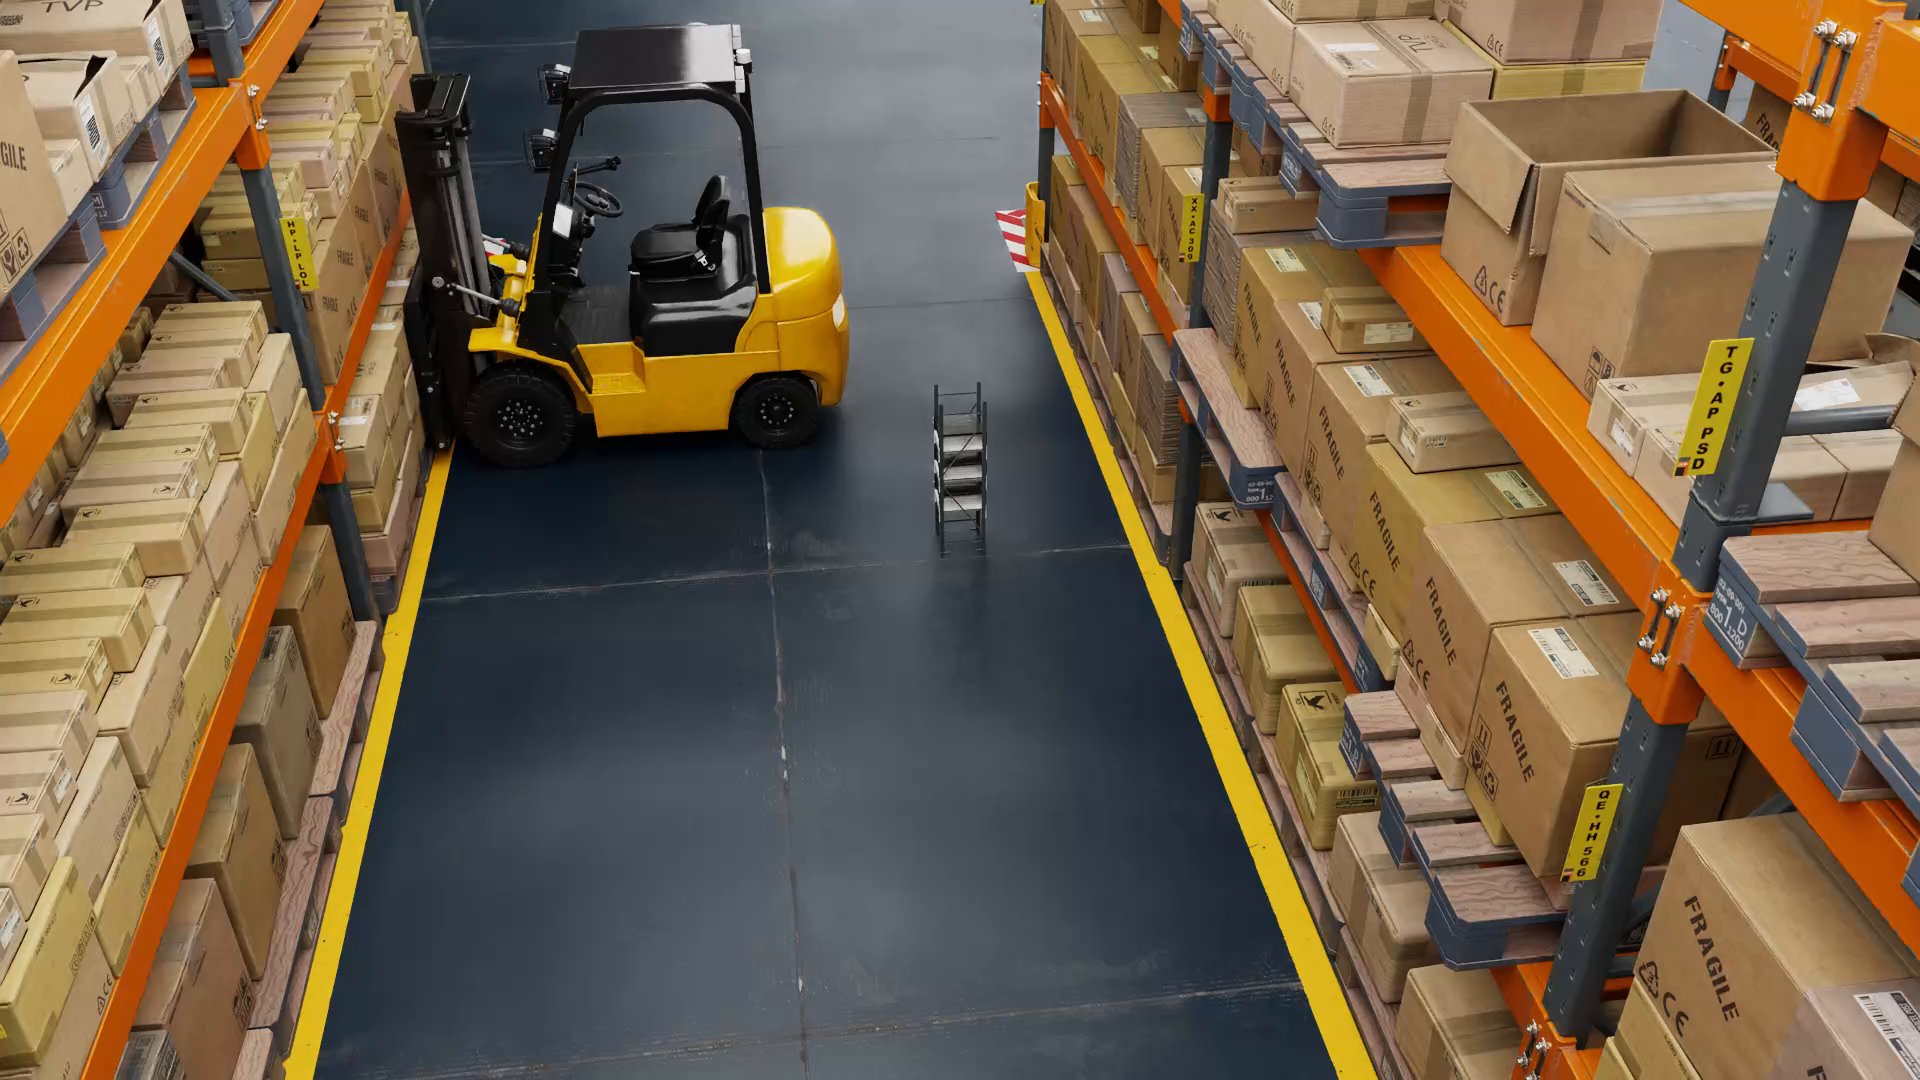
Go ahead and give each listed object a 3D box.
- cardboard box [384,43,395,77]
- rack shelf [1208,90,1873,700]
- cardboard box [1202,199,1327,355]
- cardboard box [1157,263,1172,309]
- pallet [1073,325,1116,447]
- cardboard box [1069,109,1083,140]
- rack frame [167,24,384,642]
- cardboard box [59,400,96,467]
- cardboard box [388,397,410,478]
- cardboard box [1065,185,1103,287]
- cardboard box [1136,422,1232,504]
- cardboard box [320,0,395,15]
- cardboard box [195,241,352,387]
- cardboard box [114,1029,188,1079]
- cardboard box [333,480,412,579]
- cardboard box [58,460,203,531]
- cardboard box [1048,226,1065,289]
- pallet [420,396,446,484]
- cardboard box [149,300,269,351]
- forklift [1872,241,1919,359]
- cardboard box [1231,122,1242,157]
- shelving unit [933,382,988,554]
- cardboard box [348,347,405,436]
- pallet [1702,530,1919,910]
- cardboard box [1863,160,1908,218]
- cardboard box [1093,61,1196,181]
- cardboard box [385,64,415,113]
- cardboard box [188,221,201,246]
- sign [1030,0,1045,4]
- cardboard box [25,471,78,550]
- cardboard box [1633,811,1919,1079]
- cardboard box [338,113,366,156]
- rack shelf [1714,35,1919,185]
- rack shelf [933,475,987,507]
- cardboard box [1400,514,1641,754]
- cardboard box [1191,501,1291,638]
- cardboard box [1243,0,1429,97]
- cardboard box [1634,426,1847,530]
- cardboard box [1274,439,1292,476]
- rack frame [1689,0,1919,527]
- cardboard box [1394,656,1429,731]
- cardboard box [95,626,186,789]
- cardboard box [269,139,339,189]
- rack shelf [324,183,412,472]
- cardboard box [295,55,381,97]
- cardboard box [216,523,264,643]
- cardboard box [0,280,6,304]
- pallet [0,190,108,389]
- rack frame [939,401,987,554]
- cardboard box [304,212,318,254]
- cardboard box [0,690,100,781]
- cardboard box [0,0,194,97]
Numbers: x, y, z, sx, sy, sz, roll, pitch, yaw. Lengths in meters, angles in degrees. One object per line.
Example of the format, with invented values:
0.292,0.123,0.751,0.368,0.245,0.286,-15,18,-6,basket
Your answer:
-3.508,-2.796,9.653,0.380,0.149,0.250,-4,34,-5,cardboard box
1.855,-0.921,5.541,1.077,0.370,4.000,-4,35,-6,rack shelf
1.365,-1.149,7.175,0.500,0.500,0.500,-4,34,-5,cardboard box
1.200,-1.286,8.325,0.380,0.149,0.250,-4,34,-5,cardboard box
1.293,-0.997,10.154,1.003,0.211,1.213,-4,35,-6,pallet
0.880,-2.579,10.222,0.380,0.149,0.250,-4,34,-6,cardboard box
-3.332,-0.717,7.267,1.000,3.000,0.127,-4,35,-6,rack frame
-3.426,-0.379,6.107,0.380,0.149,0.250,-5,35,-7,cardboard box
-3.161,-0.535,8.624,0.500,0.250,0.500,-5,35,-7,cardboard box
0.961,-1.898,10.403,0.500,0.500,0.500,-6,35,-8,cardboard box
1.240,-0.441,8.932,0.500,0.250,0.500,-3,34,-4,cardboard box
-3.613,-3.197,9.977,0.380,0.149,0.250,-4,35,-6,cardboard box
-3.133,-1.025,7.631,0.500,0.500,0.500,-5,35,-8,cardboard box
-2.865,1.974,5.054,0.875,0.625,0.625,-3,34,-5,cardboard box
-3.069,-0.049,8.356,0.500,0.250,0.500,-4,34,-6,cardboard box
-2.865,-0.141,5.758,0.380,0.149,0.250,-4,34,-6,cardboard box
0.882,-1.893,11.061,0.500,0.250,0.500,-5,35,-7,cardboard box
-3.565,-0.694,9.709,1.003,0.211,1.213,-4,35,-6,pallet
-3.066,-0.852,6.801,0.380,0.149,0.250,-3,34,-5,cardboard box
3.500,0.018,6.250,1.130,2.935,3.031,-4,34,-6,forklift
1.694,-2.221,8.233,0.700,0.500,0.500,-4,34,-6,cardboard box
0.001,-0.367,8.619,0.258,0.900,0.210,-4,35,-6,shelving unit
-3.145,-0.747,8.492,0.500,0.250,0.500,-4,35,-6,cardboard box
2.263,0.331,3.233,1.213,0.211,1.003,-3,34,-4,pallet
6.216,-2.189,10.941,0.875,0.875,0.875,-5,35,-7,cardboard box
1.056,-2.349,9.310,0.500,0.500,0.500,-5,35,-7,cardboard box
-3.483,-2.445,9.714,0.500,0.500,0.500,-3,34,-5,cardboard box
-3.725,-1.471,7.709,0.380,0.149,0.250,-4,34,-5,cardboard box
0.510,-3.643,10.792,0.100,0.325,0.005,-4,35,-6,sign
-3.403,0.010,5.890,0.500,0.250,0.500,-5,35,-8,cardboard box
1.948,0.977,3.805,0.500,0.500,0.500,-5,35,-8,cardboard box
-3.303,-2.088,8.614,0.380,0.149,0.250,-5,35,-7,cardboard box
6.208,-2.345,10.294,1.077,0.370,4.000,-4,35,-6,rack shelf
0.001,-0.265,8.688,0.258,0.077,0.200,-4,35,-6,rack shelf
1.707,0.279,5.079,0.500,0.500,0.500,-5,35,-7,cardboard box
1.659,0.110,8.014,0.950,0.372,0.625,-4,34,-6,cardboard box
1.336,-1.806,5.962,0.500,0.250,0.500,-5,35,-7,cardboard box
1.873,-0.158,4.006,0.380,0.149,0.250,-4,35,-6,cardboard box
1.479,-0.393,6.642,0.380,0.149,0.250,-4,34,-6,cardboard box
2.124,-1.342,2.856,1.000,3.000,0.127,-4,35,-6,rack frame
1.635,0.480,5.360,0.380,0.149,0.250,-6,35,-9,cardboard box
-2.731,0.532,5.124,0.500,0.250,0.500,-5,35,-8,cardboard box
-3.182,-1.781,7.900,0.380,0.149,0.250,-4,34,-5,cardboard box
-3.601,-1.535,9.107,1.077,0.370,4.000,-4,35,-6,rack shelf
-3.342,-2.492,8.944,0.380,0.149,0.250,-4,34,-5,cardboard box
-2.896,0.166,6.104,0.500,0.250,0.500,-4,34,-6,cardboard box
-2.817,-0.677,3.994,0.700,0.500,0.500,-5,35,-7,cardboard box
-3.128,-0.642,4.661,1.003,0.211,1.213,-3,34,-4,pallet
0.015,-0.311,8.535,0.240,0.900,0.006,-4,35,-6,rack frame
-3.151,-1.368,7.558,0.380,0.149,0.250,-4,34,-5,cardboard box
-2.690,0.571,4.713,0.380,0.149,0.250,-4,34,-6,cardboard box
-2.993,-1.749,5.735,0.500,0.311,0.500,-5,35,-8,cardboard box
